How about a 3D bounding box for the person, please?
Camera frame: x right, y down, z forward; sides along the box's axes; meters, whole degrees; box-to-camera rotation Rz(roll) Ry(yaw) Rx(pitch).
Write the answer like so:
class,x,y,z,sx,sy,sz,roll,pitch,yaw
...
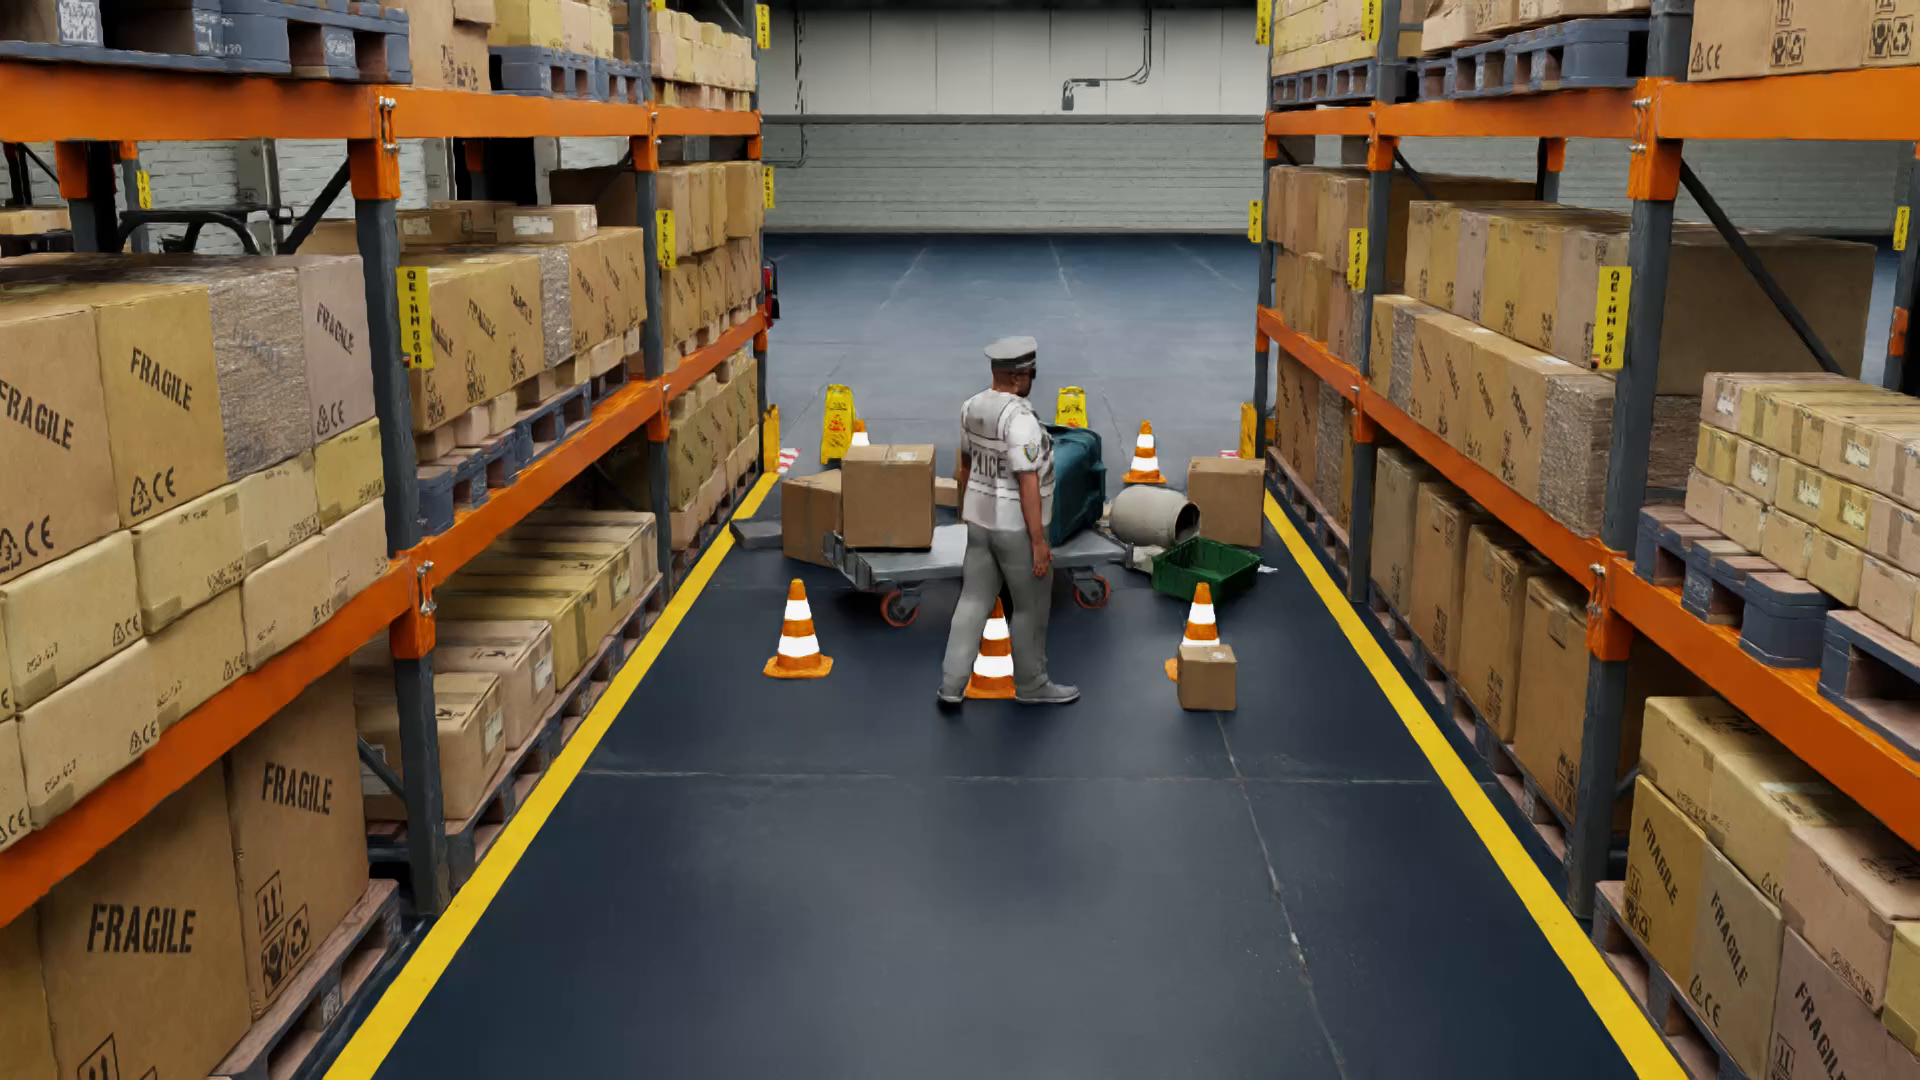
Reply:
class,x,y,z,sx,sy,sz,roll,pitch,yaw
person,0.231,-0.067,7.737,0.680,1.754,0.625,-11,17,-37
